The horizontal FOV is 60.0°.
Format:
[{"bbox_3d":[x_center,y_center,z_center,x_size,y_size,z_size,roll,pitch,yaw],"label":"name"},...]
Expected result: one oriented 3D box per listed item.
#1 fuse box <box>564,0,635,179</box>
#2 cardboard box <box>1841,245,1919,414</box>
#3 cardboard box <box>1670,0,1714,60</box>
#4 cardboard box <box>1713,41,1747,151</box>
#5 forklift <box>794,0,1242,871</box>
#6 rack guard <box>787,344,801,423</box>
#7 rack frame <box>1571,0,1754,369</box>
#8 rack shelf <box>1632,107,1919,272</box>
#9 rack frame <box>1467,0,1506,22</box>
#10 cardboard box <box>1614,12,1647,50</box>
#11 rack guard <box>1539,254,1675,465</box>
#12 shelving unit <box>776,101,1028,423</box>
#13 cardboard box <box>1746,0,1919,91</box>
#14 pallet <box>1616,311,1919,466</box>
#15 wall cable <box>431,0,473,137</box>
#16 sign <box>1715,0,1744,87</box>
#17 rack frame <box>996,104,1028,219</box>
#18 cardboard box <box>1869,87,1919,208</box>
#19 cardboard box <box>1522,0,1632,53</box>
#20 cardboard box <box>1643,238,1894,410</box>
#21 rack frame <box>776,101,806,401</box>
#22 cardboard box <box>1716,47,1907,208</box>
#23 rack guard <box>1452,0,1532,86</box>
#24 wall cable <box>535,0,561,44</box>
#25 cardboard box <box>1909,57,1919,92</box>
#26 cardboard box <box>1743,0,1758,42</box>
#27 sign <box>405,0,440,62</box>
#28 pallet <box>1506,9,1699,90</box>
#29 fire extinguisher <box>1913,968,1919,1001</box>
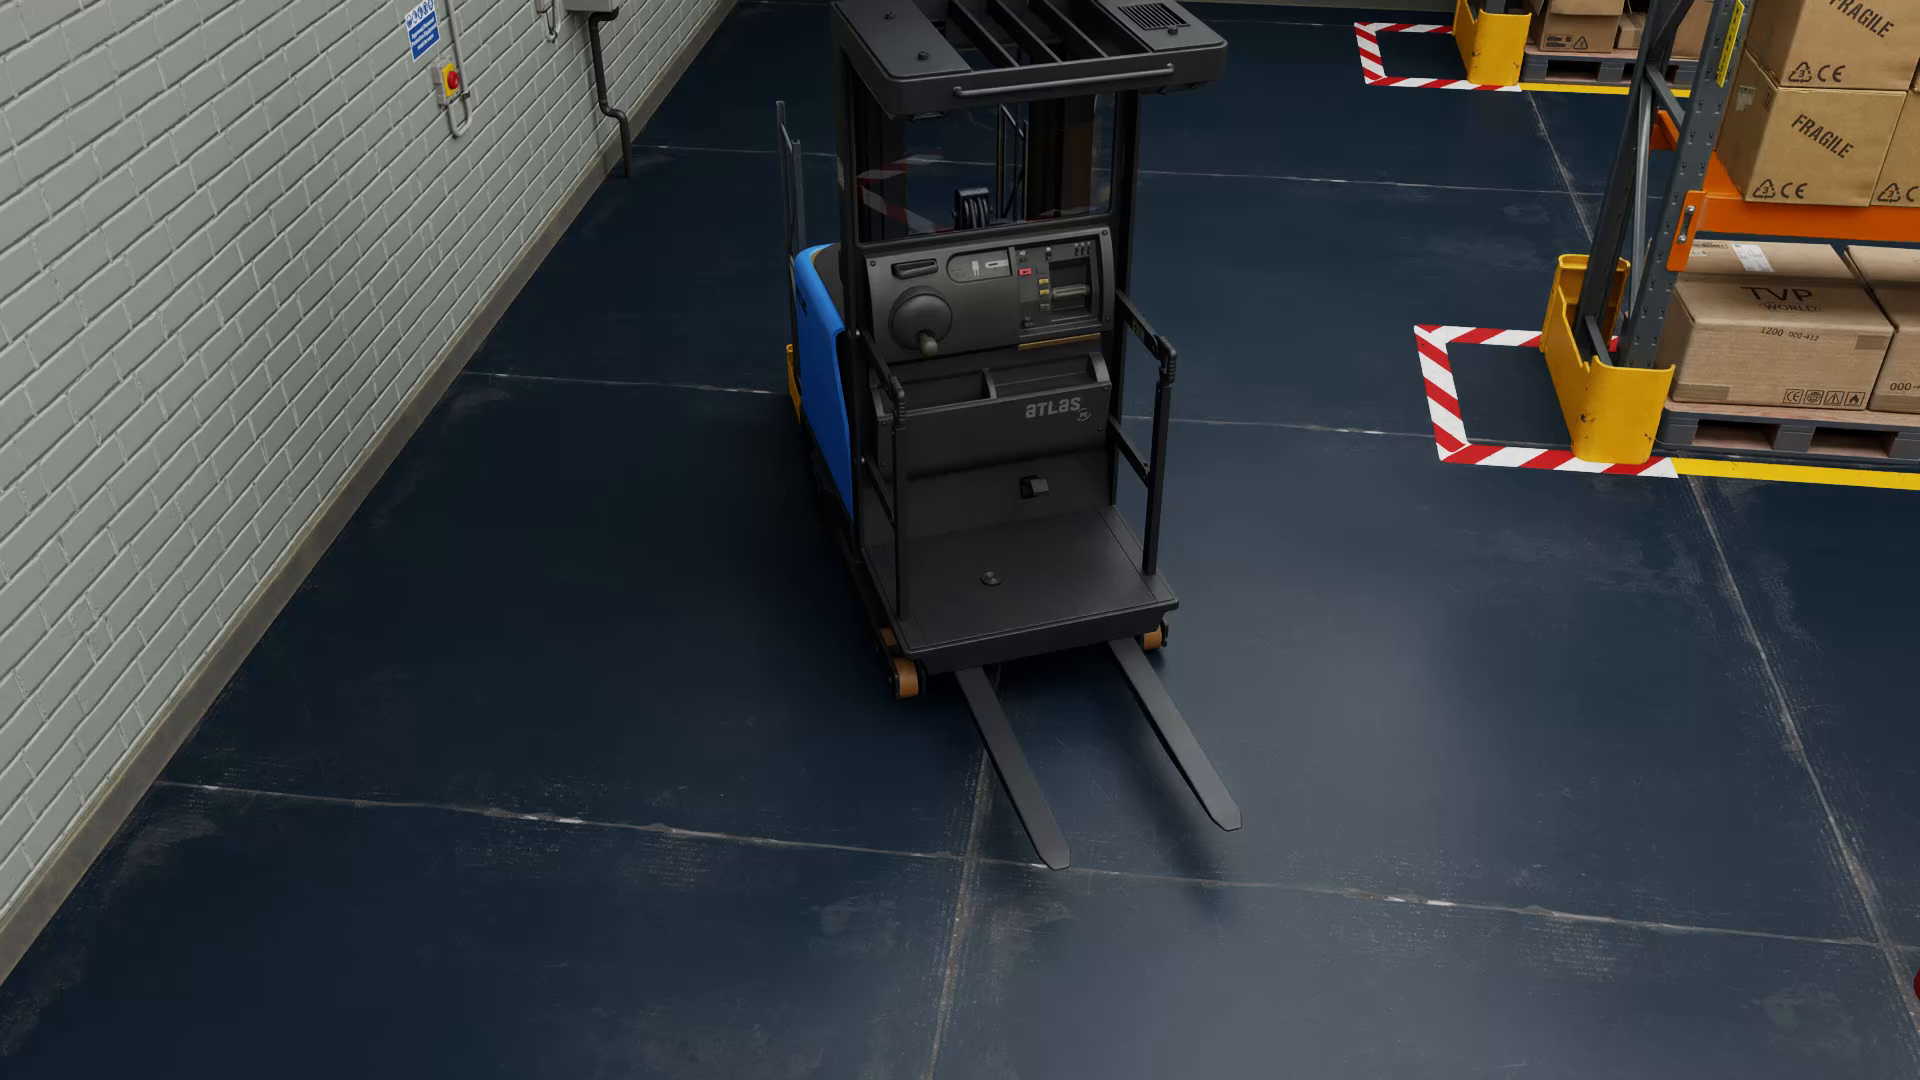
[{"bbox_3d":[-2.041,-2.992,9.969,0.414,1.711,0.539,4,36,6],"label":"fuse box"},{"bbox_3d":[4.719,-0.987,7.895,0.875,0.438,0.875,5,36,7],"label":"cardboard box"},{"bbox_3d":[5.209,-3.741,11.700,0.500,0.500,0.700,6,36,8],"label":"cardboard box"},{"bbox_3d":[3.655,-2.070,7.483,0.500,0.500,0.500,4,36,6],"label":"cardboard box"},{"bbox_3d":[0.182,-0.842,5.907,1.130,2.935,3.031,-10,37,-14],"label":"forklift"},{"bbox_3d":[-0.746,-0.694,8.008,0.087,0.250,0.587,-8,36,-11],"label":"rack guard"},{"bbox_3d":[3.143,-1.913,7.348,0.127,3.000,1.000,4,36,6],"label":"rack frame"},{"bbox_3d":[5.126,-1.472,7.350,4.000,0.370,1.077,4,36,6],"label":"rack shelf"},{"bbox_3d":[3.771,-4.773,11.356,0.127,3.000,1.000,4,36,6],"label":"rack frame"},{"bbox_3d":[4.782,-3.630,11.847,0.250,0.149,0.380,3,36,4],"label":"cardboard box"},{"bbox_3d":[3.119,-0.897,8.077,0.348,0.500,1.175,4,36,6],"label":"rack guard"},{"bbox_3d":[-0.261,-1.269,7.737,1.083,1.500,0.587,-8,36,-11],"label":"shelving unit"},{"bbox_3d":[3.582,-2.161,6.749,0.500,0.500,0.500,4,36,5],"label":"cardboard box"},{"bbox_3d":[3.946,-0.764,8.138,1.213,0.211,1.003,4,36,6],"label":"pallet"},{"bbox_3d":[-2.453,-2.743,7.610,0.123,1.953,0.585,4,36,6],"label":"wall cable"},{"bbox_3d":[3.066,-1.978,6.626,0.005,0.325,0.100,4,36,6],"label":"sign"},{"bbox_3d":[0.243,-1.338,7.834,0.032,1.500,0.500,-8,36,-11],"label":"rack frame"},{"bbox_3d":[4.087,-1.731,7.008,0.500,0.500,0.500,4,36,5],"label":"cardboard box"},{"bbox_3d":[4.366,-3.828,11.819,0.637,0.503,0.797,3,36,4],"label":"cardboard box"},{"bbox_3d":[3.810,-1.050,7.983,0.875,0.438,0.875,3,36,4],"label":"cardboard box"},{"bbox_3d":[-0.747,-1.203,7.644,0.032,1.500,0.500,-8,36,-11],"label":"rack frame"},{"bbox_3d":[3.582,-1.753,7.037,0.500,0.500,0.500,4,36,6],"label":"cardboard box"},{"bbox_3d":[3.847,-3.750,12.074,0.348,0.500,1.175,4,36,6],"label":"rack guard"},{"bbox_3d":[-2.284,-3.548,8.765,0.122,1.984,0.588,4,36,6],"label":"wall cable"},{"bbox_3d":[4.096,-2.127,6.701,0.500,0.500,0.500,3,36,5],"label":"cardboard box"},{"bbox_3d":[3.651,-2.462,7.171,0.500,0.500,0.500,5,36,8],"label":"cardboard box"},{"bbox_3d":[-2.520,-2.403,7.803,0.001,0.218,0.327,4,36,6],"label":"sign"},{"bbox_3d":[4.637,-3.574,12.076,1.213,0.211,1.003,4,36,6],"label":"pallet"},{"bbox_3d":[2.421,0.846,3.871,0.183,0.674,0.296,4,36,6],"label":"fire extinguisher"}]
